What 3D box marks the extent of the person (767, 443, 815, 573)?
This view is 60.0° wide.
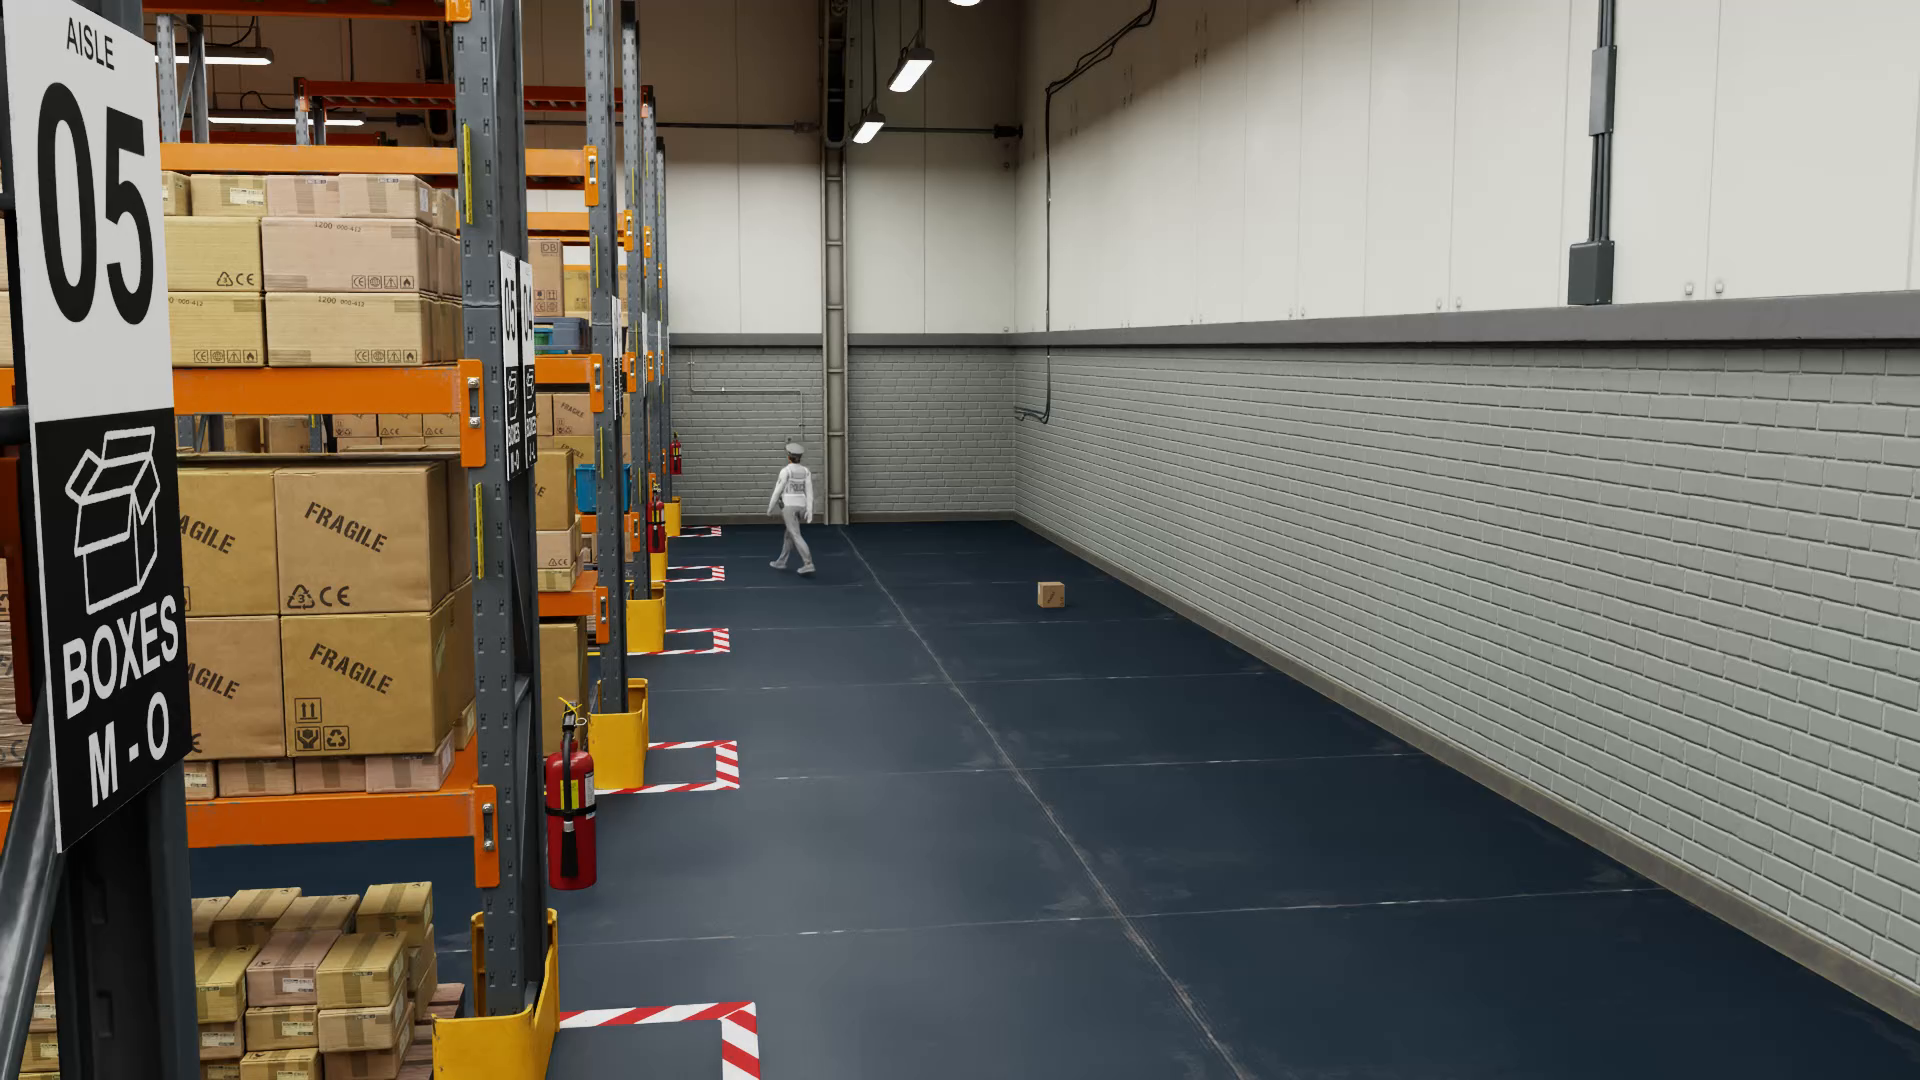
[{"bbox_3d":[-2.172,-0.415,21.096,0.980,1.631,0.480,6,9,41],"label":"person"}]
